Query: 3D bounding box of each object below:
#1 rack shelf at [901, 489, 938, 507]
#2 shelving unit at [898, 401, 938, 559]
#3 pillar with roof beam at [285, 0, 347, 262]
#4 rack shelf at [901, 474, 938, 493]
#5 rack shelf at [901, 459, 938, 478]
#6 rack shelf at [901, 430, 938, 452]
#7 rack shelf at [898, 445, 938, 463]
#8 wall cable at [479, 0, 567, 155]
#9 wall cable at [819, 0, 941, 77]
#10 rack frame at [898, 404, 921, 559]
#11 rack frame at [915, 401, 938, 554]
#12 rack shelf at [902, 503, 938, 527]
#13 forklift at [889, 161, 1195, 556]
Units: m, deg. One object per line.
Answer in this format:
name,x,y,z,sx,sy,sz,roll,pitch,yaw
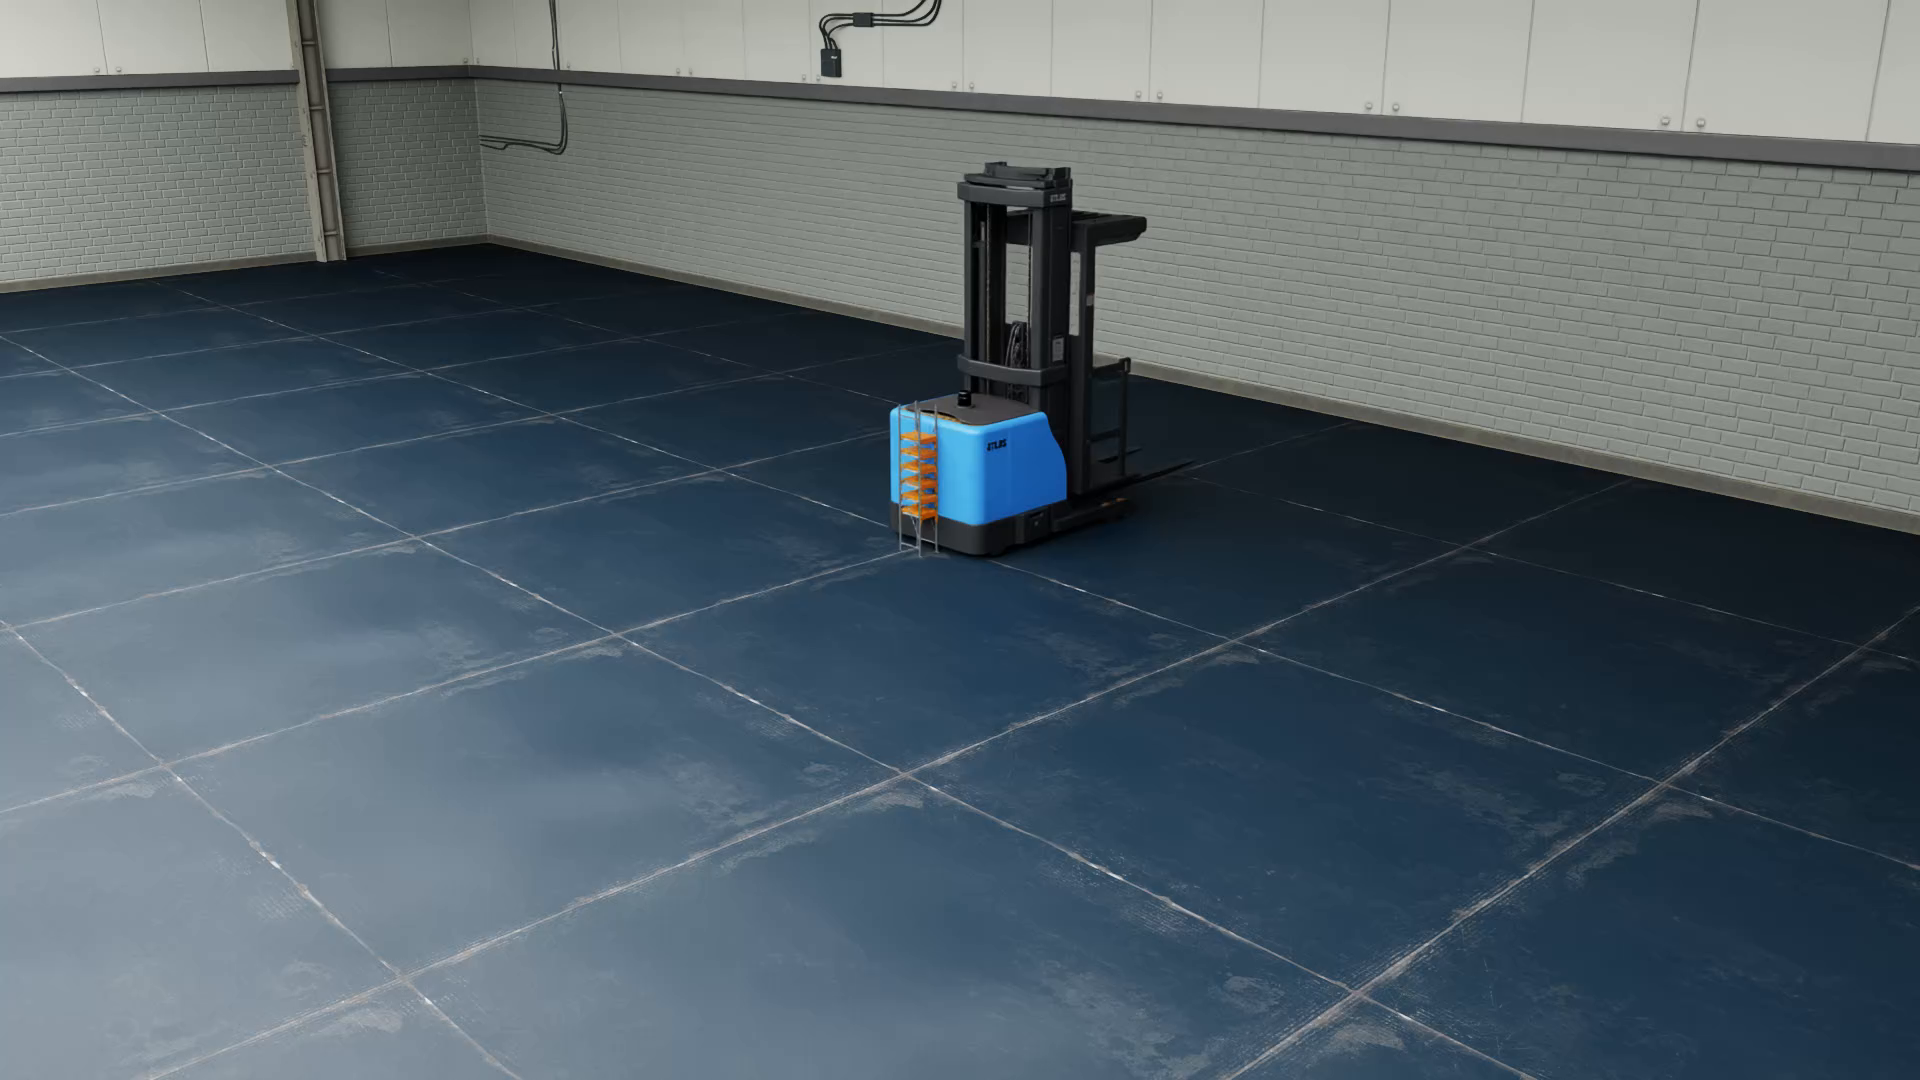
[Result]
rack shelf,-0.326,-0.312,13.034,0.258,0.103,0.180,17,24,42
shelving unit,-0.326,-0.468,12.984,0.258,1.200,0.189,17,24,42
pillar with roof beam,-7.646,-8.040,23.693,0.400,9.000,9.100,-16,24,-41
rack shelf,-0.326,-0.426,12.997,0.258,0.103,0.180,17,24,42
rack shelf,-0.326,-0.540,12.960,0.258,0.103,0.180,17,24,42
rack shelf,-0.326,-0.769,12.886,0.258,0.103,0.180,17,24,42
rack shelf,-0.326,-0.654,12.923,0.258,0.103,0.180,17,24,42
wall cable,-7.554,-7.856,28.159,0.112,2.526,3.097,-16,24,-41
wall cable,-1.043,-8.820,20.583,0.169,6.003,2.305,-16,24,-41
rack frame,-0.390,-0.448,12.922,0.240,1.200,0.006,17,24,42
rack frame,-0.262,-0.488,13.046,0.240,1.200,0.006,17,24,42
rack shelf,-0.326,-0.198,13.071,0.258,0.103,0.180,17,24,42
forklift,0.819,-1.642,13.797,1.130,2.935,3.031,17,24,42
